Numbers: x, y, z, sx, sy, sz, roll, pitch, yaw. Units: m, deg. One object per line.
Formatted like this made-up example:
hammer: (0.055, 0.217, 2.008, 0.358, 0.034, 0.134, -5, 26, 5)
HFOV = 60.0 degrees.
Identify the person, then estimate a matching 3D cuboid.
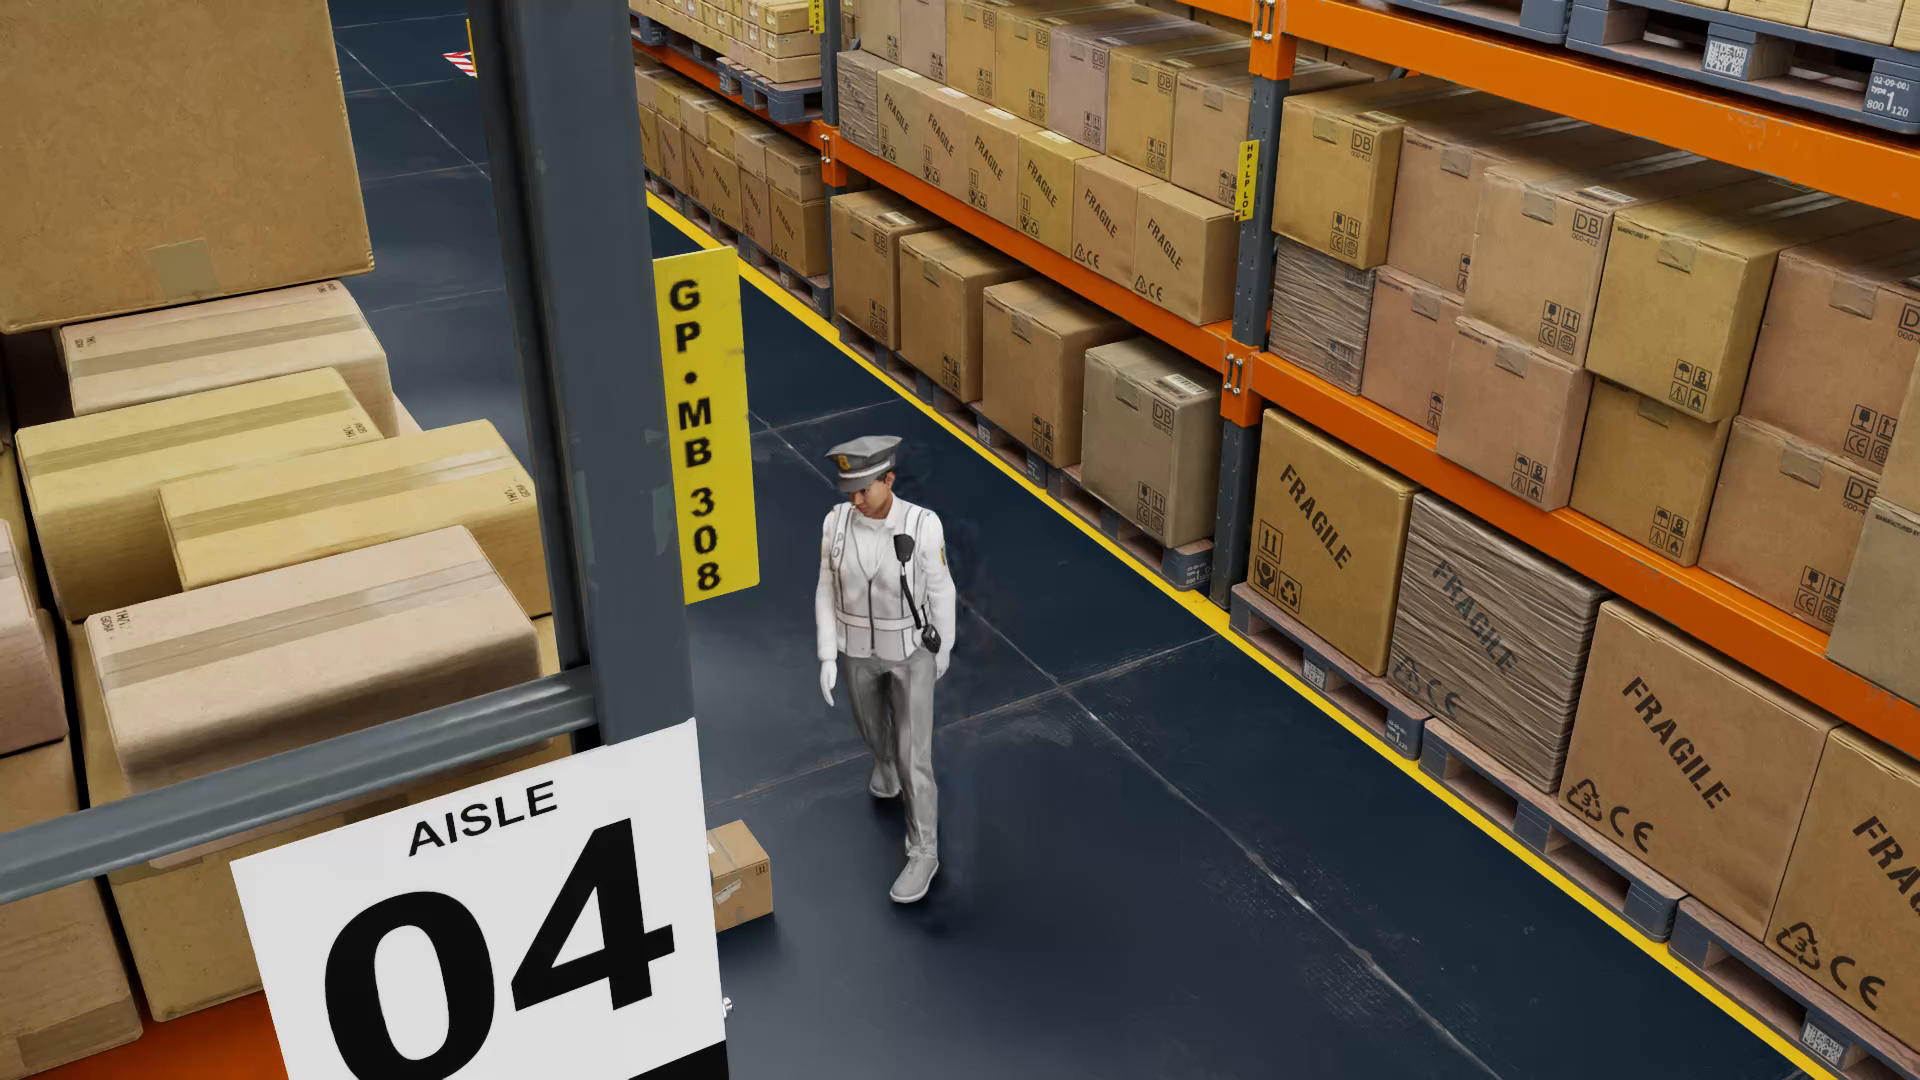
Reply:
person: (-0.272, 0.393, 5.908, 0.495, 1.620, 0.816, 7, 30, 13)
